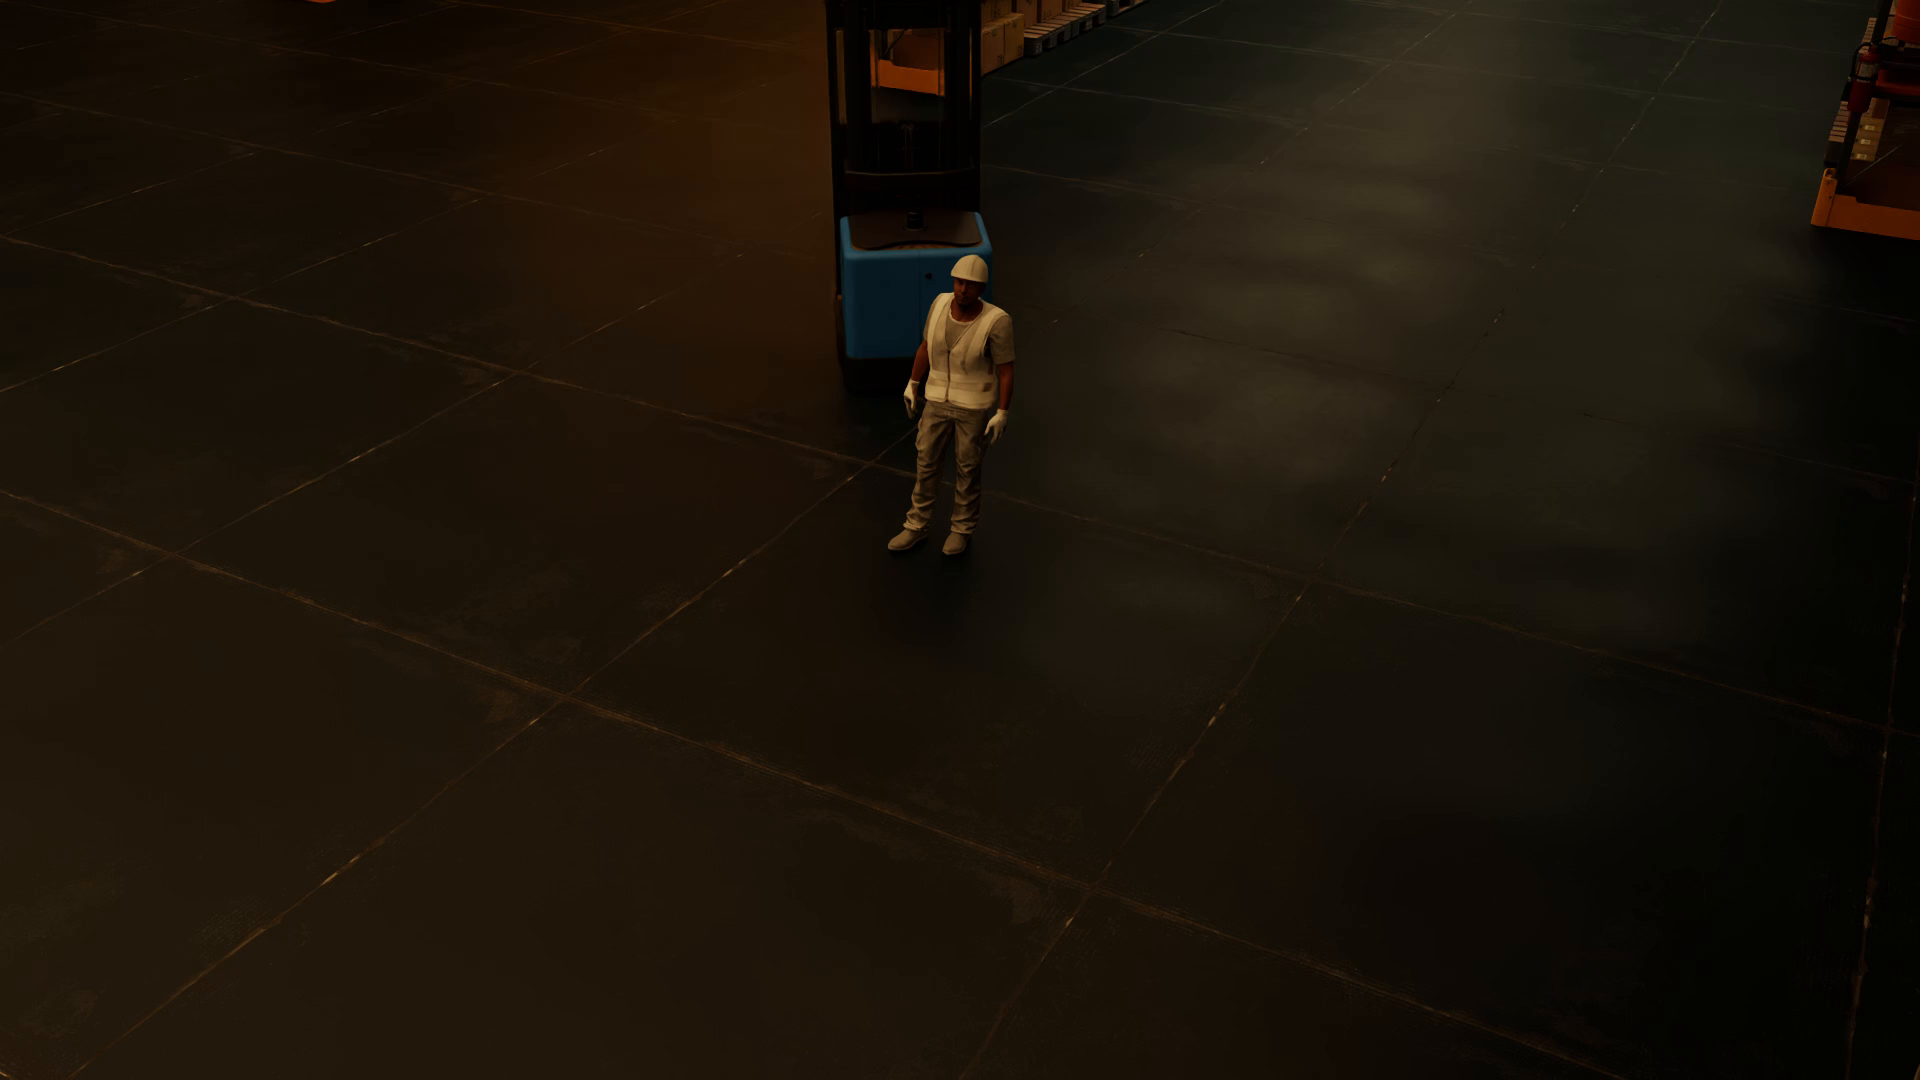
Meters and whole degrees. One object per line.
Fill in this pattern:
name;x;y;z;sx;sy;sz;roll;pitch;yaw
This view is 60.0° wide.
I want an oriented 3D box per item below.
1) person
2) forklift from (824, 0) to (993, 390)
person;-0.042;-0.749;9.502;0.657;1.785;0.575;15;33;25
forklift;-0.421;-3.031;12.322;1.130;2.935;3.031;-3;30;-5
